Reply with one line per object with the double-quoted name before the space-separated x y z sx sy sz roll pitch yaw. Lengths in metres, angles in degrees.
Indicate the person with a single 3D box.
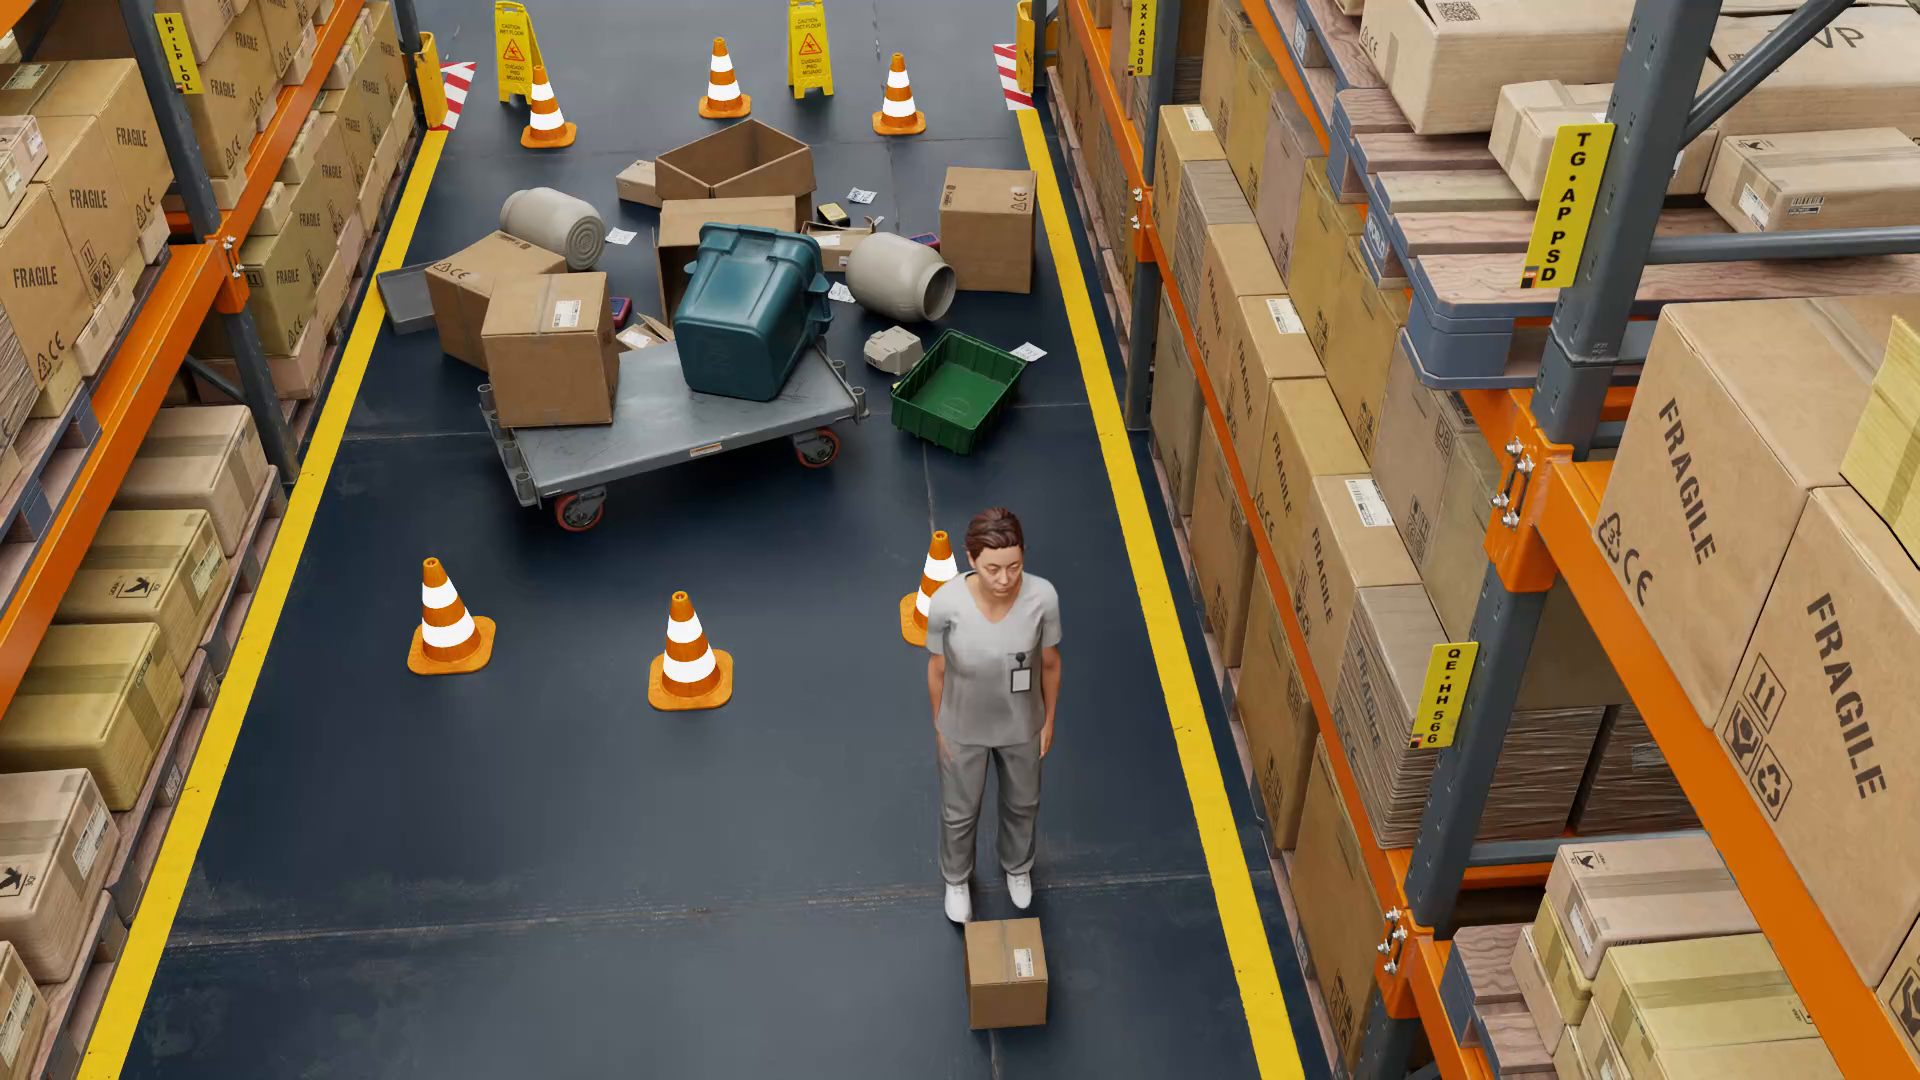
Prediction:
"person" 0.108 0.603 5.452 0.436 1.703 0.373 -3 39 -3
